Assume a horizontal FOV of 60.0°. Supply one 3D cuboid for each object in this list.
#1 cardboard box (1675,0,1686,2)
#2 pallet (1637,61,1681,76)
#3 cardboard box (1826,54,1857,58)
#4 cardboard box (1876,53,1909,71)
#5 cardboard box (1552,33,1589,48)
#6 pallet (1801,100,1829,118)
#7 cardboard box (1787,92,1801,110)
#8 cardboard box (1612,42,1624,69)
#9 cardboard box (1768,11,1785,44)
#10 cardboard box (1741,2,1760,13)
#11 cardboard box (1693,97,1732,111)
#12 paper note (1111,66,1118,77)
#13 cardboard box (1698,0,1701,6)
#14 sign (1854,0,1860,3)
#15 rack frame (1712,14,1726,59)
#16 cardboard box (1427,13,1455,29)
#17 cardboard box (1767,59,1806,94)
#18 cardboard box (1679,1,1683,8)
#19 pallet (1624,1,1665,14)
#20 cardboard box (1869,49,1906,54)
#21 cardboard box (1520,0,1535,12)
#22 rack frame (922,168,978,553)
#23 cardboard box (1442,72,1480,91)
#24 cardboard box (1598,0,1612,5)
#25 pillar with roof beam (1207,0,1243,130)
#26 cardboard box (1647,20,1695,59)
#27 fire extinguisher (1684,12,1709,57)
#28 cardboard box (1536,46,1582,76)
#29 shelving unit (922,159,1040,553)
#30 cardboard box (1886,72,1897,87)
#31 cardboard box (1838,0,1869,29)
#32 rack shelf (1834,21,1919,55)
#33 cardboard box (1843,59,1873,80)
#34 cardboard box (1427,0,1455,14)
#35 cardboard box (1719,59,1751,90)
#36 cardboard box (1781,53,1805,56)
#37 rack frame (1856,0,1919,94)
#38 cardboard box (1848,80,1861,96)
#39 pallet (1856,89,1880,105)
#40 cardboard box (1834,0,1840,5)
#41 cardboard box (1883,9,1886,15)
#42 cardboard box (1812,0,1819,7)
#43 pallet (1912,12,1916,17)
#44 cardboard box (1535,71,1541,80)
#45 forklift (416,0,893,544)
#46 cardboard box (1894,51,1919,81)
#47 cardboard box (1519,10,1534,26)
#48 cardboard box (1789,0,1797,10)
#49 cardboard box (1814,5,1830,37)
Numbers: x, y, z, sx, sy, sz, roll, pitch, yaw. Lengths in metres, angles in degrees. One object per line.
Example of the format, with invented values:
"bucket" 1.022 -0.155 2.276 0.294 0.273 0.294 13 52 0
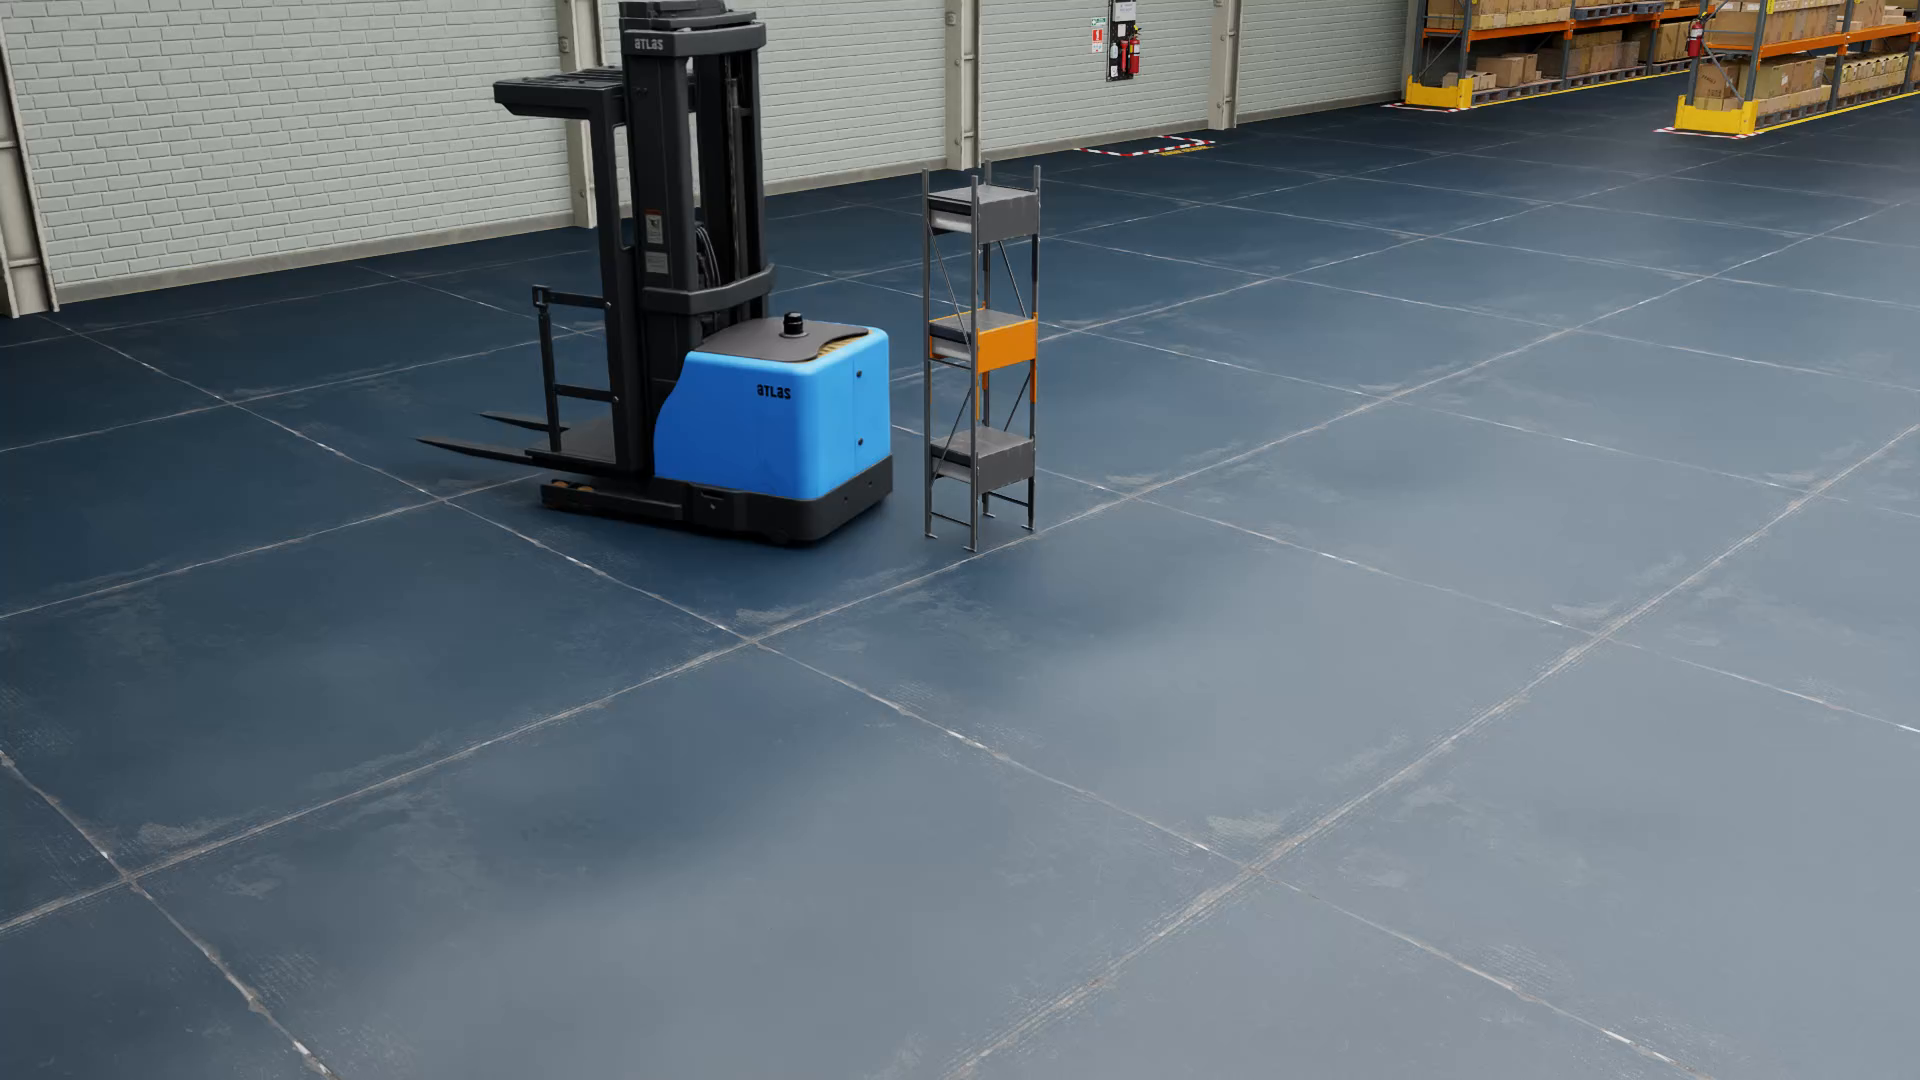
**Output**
"cardboard box" 15.024 -11.661 35.152 0.500 0.500 0.500 -19 28 -40
"pallet" 14.734 -10.156 35.702 1.003 0.211 1.213 19 28 41
"cardboard box" 16.388 -8.880 30.963 0.500 0.311 0.500 18 28 39
"cardboard box" 17.493 -9.013 31.308 0.500 0.311 0.500 -19 28 -41
"cardboard box" 12.146 -9.941 33.084 0.500 0.250 0.500 19 28 40
"pallet" 14.306 -7.511 28.821 1.003 0.211 1.213 19 28 41
"cardboard box" 13.682 -7.358 27.784 0.500 0.250 0.500 19 28 41
"cardboard box" 13.222 -10.011 34.309 0.700 0.500 0.500 19 28 41
"cardboard box" 12.799 -8.278 26.791 0.500 0.500 0.700 -19 28 -41
"cardboard box" 12.529 -8.375 26.138 0.380 0.149 0.250 19 28 40
"cardboard box" 12.263 -7.103 27.120 0.500 0.250 0.500 19 28 41
"paper note" 2.308 -7.006 24.849 0.016 0.148 0.142 19 28 41
"cardboard box" 15.970 -11.720 36.209 0.380 0.149 0.250 18 28 39
"sign" 15.290 -9.309 28.296 0.100 0.325 0.005 19 28 41
"rack frame" 16.920 -12.302 37.399 1.000 3.000 0.127 19 28 41
"cardboard box" 8.736 -9.325 29.836 0.500 0.250 0.500 -20 28 -41
"cardboard box" 13.683 -7.708 27.649 0.500 0.500 0.500 19 28 41
"cardboard box" 15.216 -11.466 35.548 0.250 0.149 0.380 -19 28 -41
"pallet" 13.709 -10.974 34.212 1.213 0.211 1.003 19 28 41
"cardboard box" 18.166 -9.372 32.649 0.500 0.500 0.500 -19 28 -40
"cardboard box" 10.166 -9.945 30.405 0.500 0.500 0.500 -19 28 -40
"rack frame" -0.055 -0.960 9.145 0.400 2.100 0.015 19 28 41
"cardboard box" 9.096 -8.323 30.181 0.500 0.311 0.500 15 26 35
"cardboard box" 12.551 -10.938 33.100 0.500 0.500 0.700 -16 26 -35
"pillar with roof beam" 7.316 -9.794 22.513 9.100 9.000 0.400 19 28 41
"cardboard box" 15.353 -10.846 36.022 0.750 0.750 0.750 19 28 40
"fire extinguisher" 11.686 -8.028 26.388 0.296 0.674 0.183 19 28 41
"cardboard box" 11.841 -9.477 32.921 0.500 0.500 0.700 -19 28 -40
"shelving unit" 0.115 -1.023 9.309 0.431 2.100 0.503 19 28 41
"cardboard box" 17.132 -8.617 31.061 0.500 0.250 0.500 19 28 40
"cardboard box" 15.806 -9.382 29.663 0.500 0.500 0.500 -18 27 -38
"rack shelf" 16.286 -9.185 30.292 1.077 0.370 4.000 19 28 41
"cardboard box" 16.071 -8.485 29.936 0.500 0.311 0.500 18 27 39
"cardboard box" 8.726 -9.681 29.716 0.500 0.500 0.500 19 28 40
"cardboard box" 12.949 -7.714 27.665 0.500 0.500 0.500 19 28 41
"cardboard box" 14.343 -8.228 29.003 0.500 0.500 0.500 19 28 41
"rack frame" 17.682 -10.035 31.501 1.000 3.000 0.127 19 28 41
"cardboard box" 15.708 -8.092 29.693 0.500 0.250 0.500 -19 28 -41
"pallet" 16.228 -8.219 30.664 1.003 0.211 1.213 19 28 41
"cardboard box" 14.681 -9.169 28.206 0.380 0.149 0.250 19 28 40
"cardboard box" 16.919 -9.812 31.045 0.500 0.311 0.500 19 28 40
"cardboard box" 13.968 -8.906 27.522 0.250 0.149 0.380 -19 28 -41
"pallet" 19.035 -10.446 32.839 1.003 0.211 1.213 19 28 41
"cardboard box" 10.988 -8.983 32.101 0.380 0.166 0.250 15 26 34
"forklift" -1.967 -1.684 9.872 3.031 2.935 1.130 10 23 23
"cardboard box" 18.204 -9.119 31.989 0.500 0.500 0.500 -19 28 -40
"cardboard box" 10.183 -9.598 30.547 0.500 0.250 0.500 20 28 41
"cardboard box" 13.248 -8.640 26.830 0.380 0.149 0.250 18 27 39
"cardboard box" 14.223 -8.800 28.150 0.700 0.500 0.500 19 28 40
